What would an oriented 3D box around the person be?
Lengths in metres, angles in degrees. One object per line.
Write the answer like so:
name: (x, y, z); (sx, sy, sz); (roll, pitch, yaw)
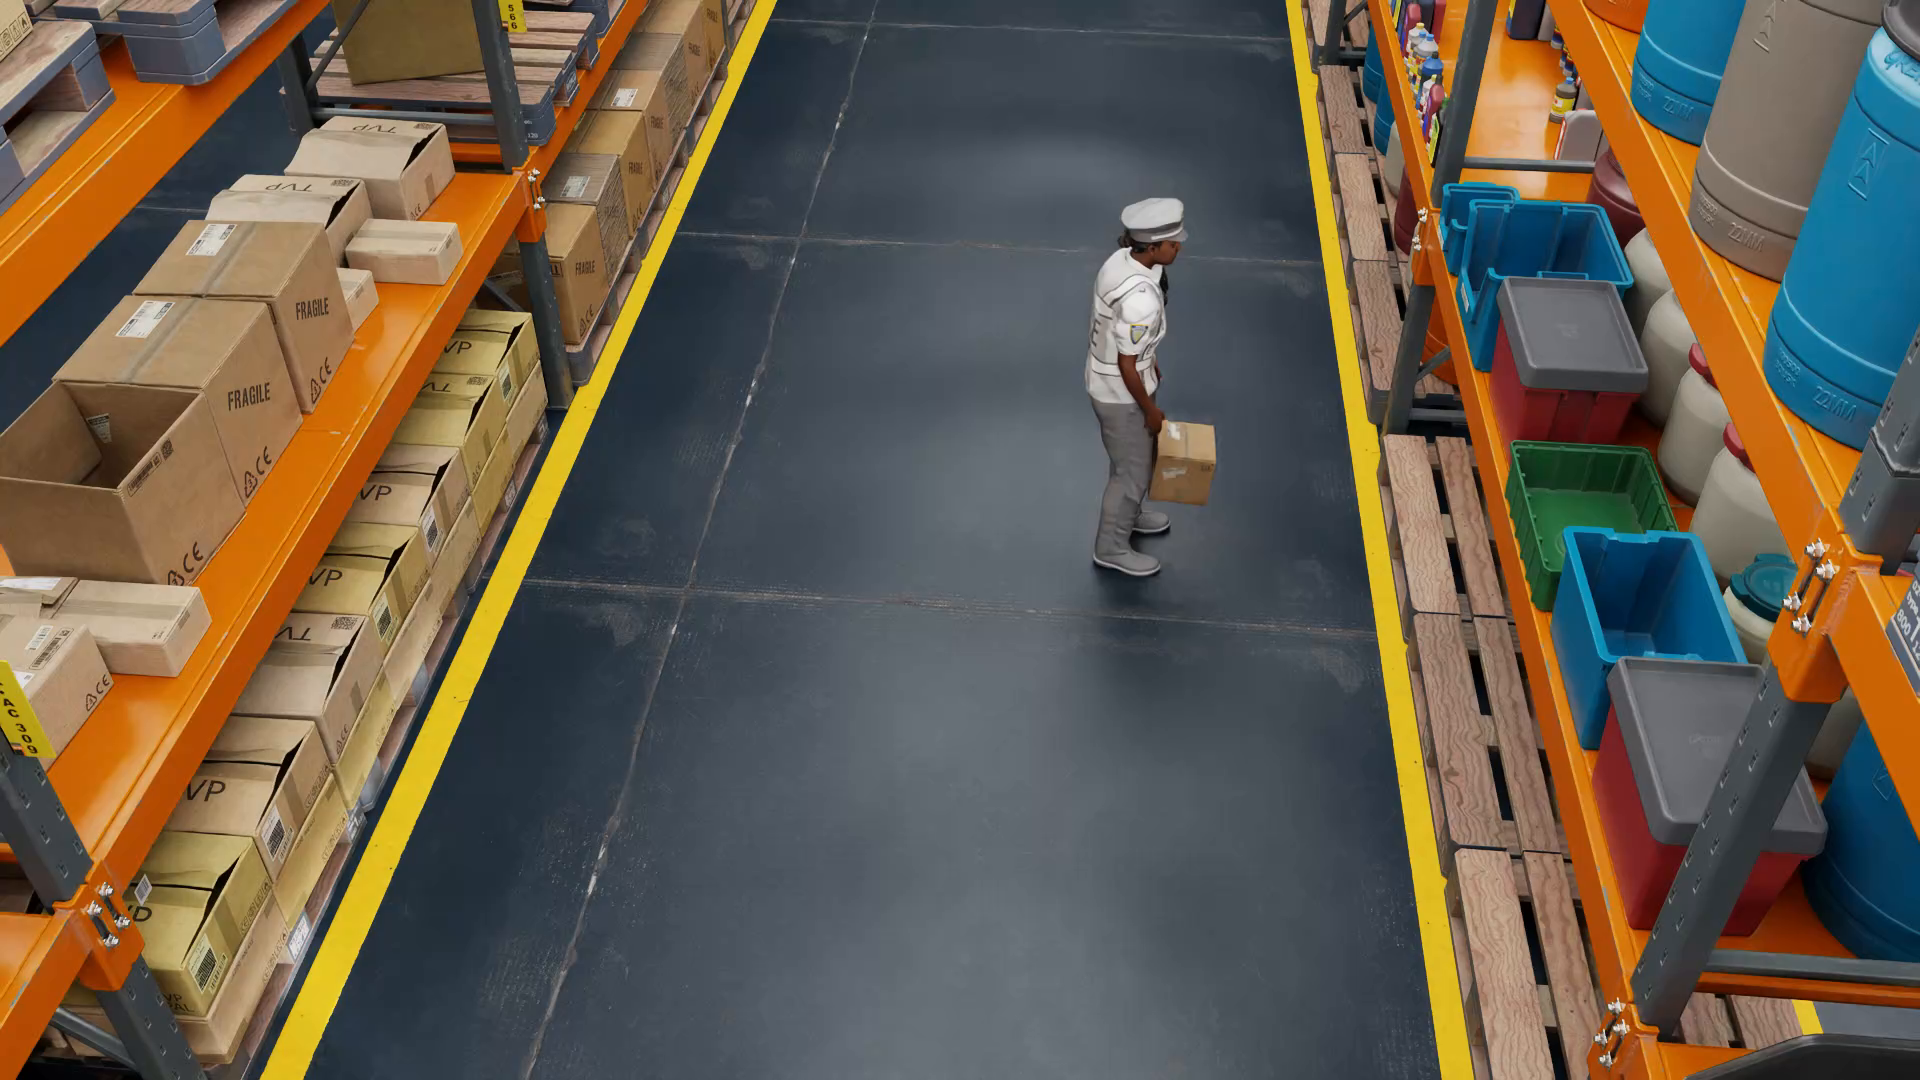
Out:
person: (0.729, -0.633, 6.897); (0.423, 1.668, 0.495); (2, 40, 3)
